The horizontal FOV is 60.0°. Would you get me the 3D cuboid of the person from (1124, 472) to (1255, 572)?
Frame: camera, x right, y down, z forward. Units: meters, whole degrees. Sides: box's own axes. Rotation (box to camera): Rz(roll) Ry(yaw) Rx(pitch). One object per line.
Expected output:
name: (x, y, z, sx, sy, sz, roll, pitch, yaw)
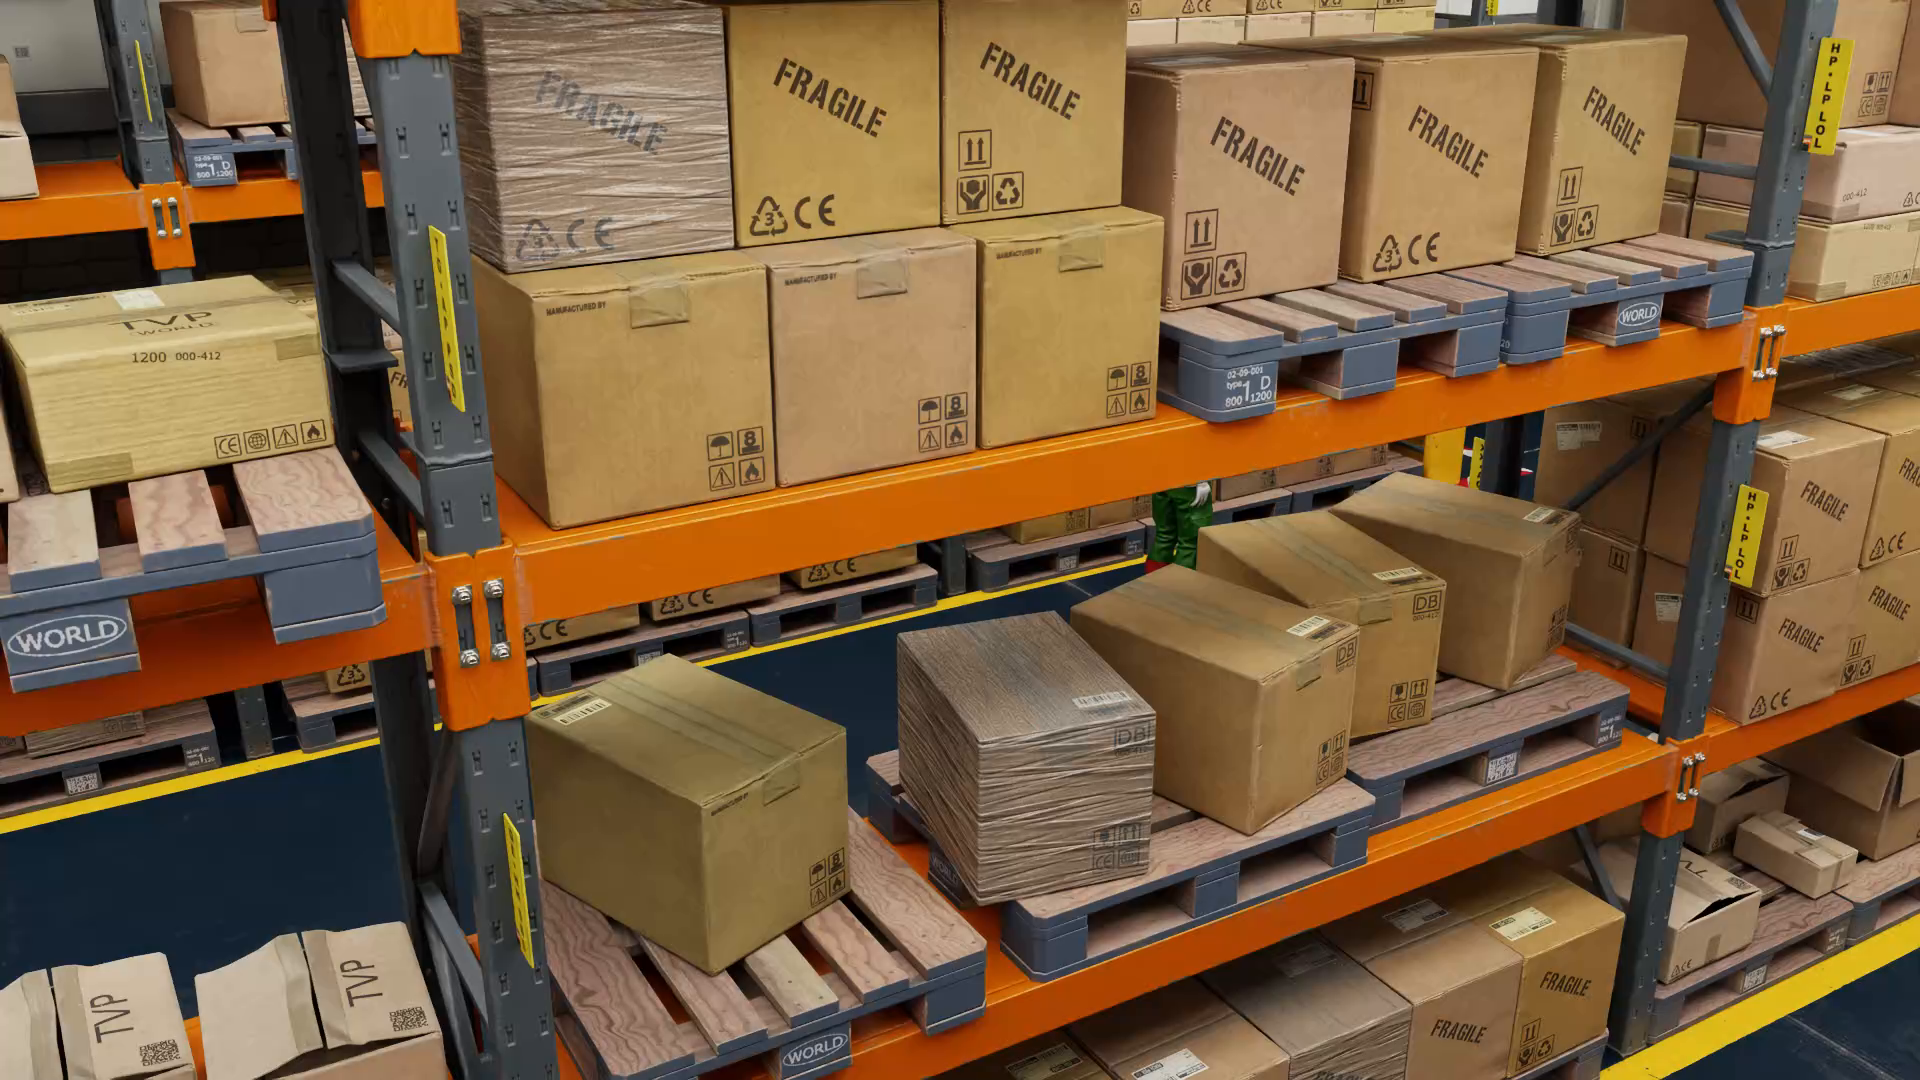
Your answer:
person: (1.360, 0.006, 9.706, 0.884, 0.937, 0.572, -12, 25, -28)
